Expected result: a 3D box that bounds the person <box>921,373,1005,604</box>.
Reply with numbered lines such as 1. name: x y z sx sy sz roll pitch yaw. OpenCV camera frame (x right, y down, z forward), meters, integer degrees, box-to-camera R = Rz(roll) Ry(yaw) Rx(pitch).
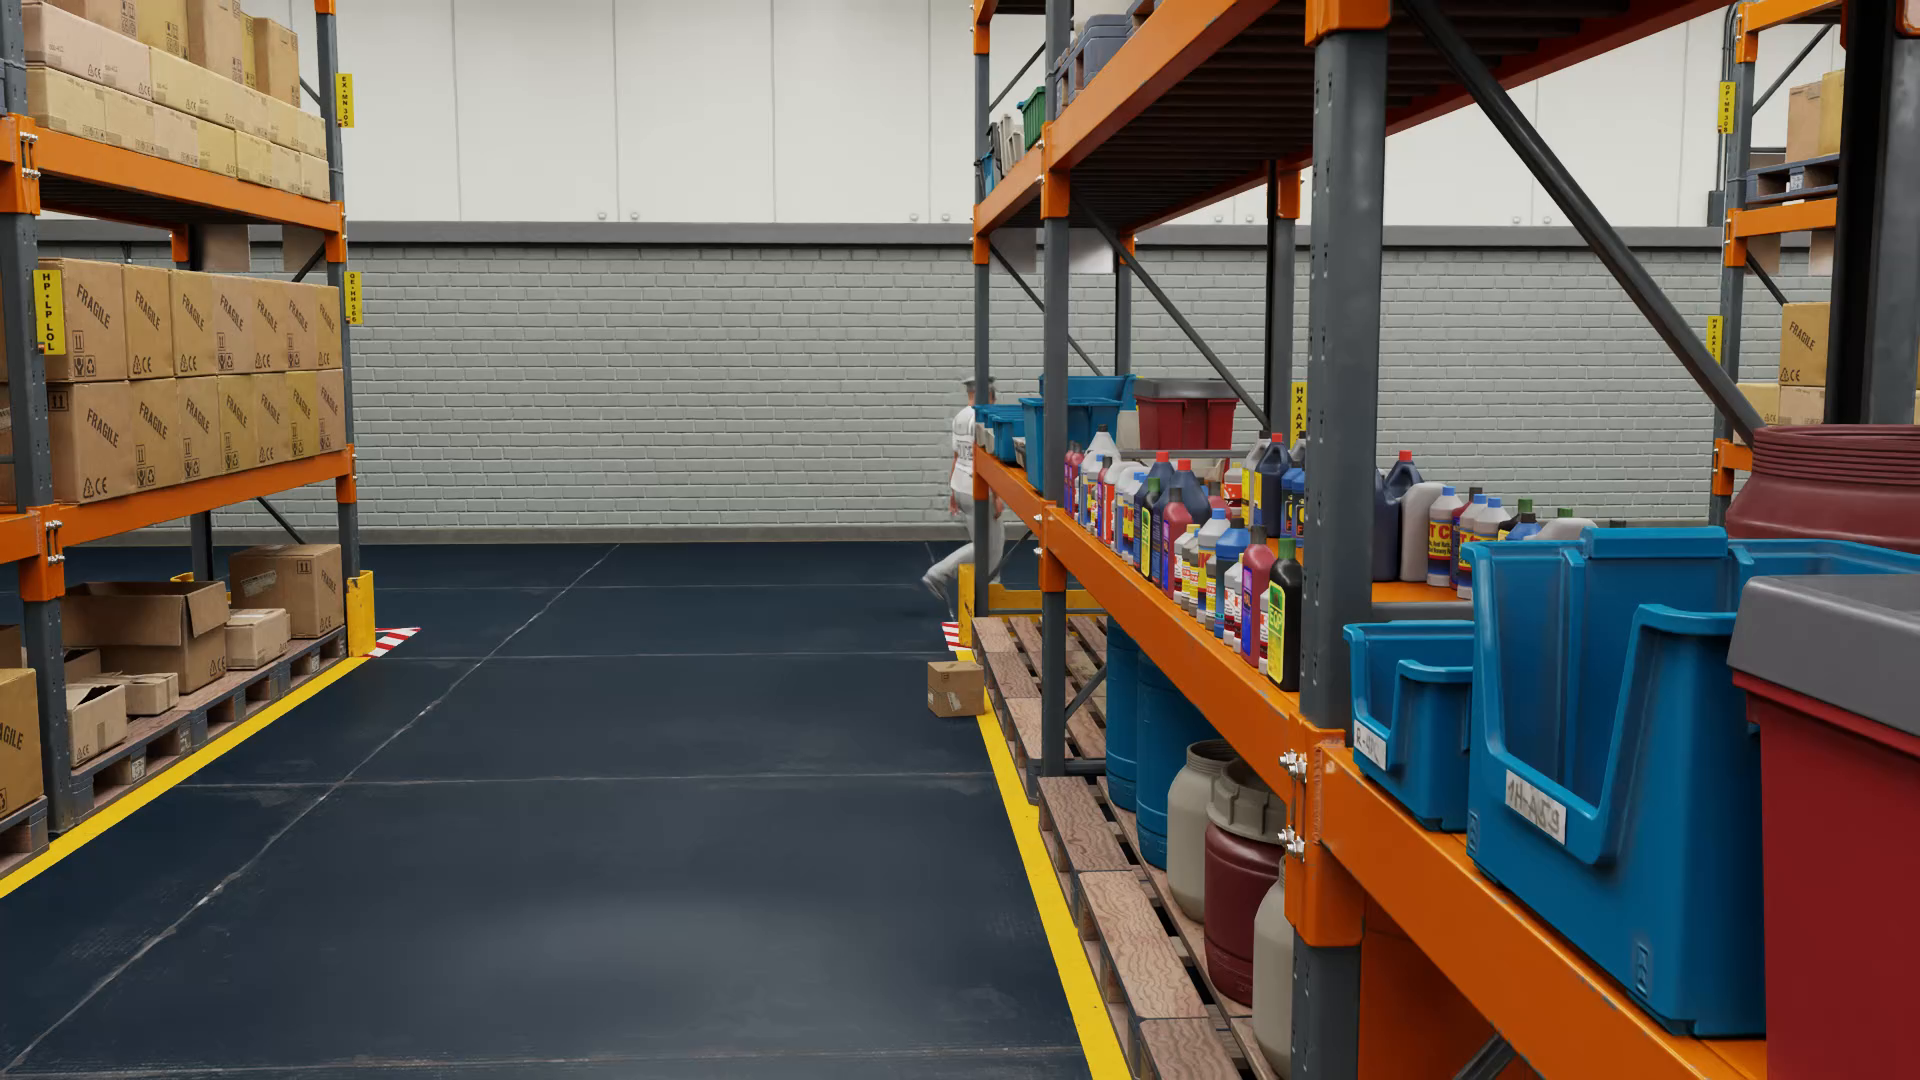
1. person: 0.096 -0.350 12.107 0.821 1.720 0.594 -2 7 -14
